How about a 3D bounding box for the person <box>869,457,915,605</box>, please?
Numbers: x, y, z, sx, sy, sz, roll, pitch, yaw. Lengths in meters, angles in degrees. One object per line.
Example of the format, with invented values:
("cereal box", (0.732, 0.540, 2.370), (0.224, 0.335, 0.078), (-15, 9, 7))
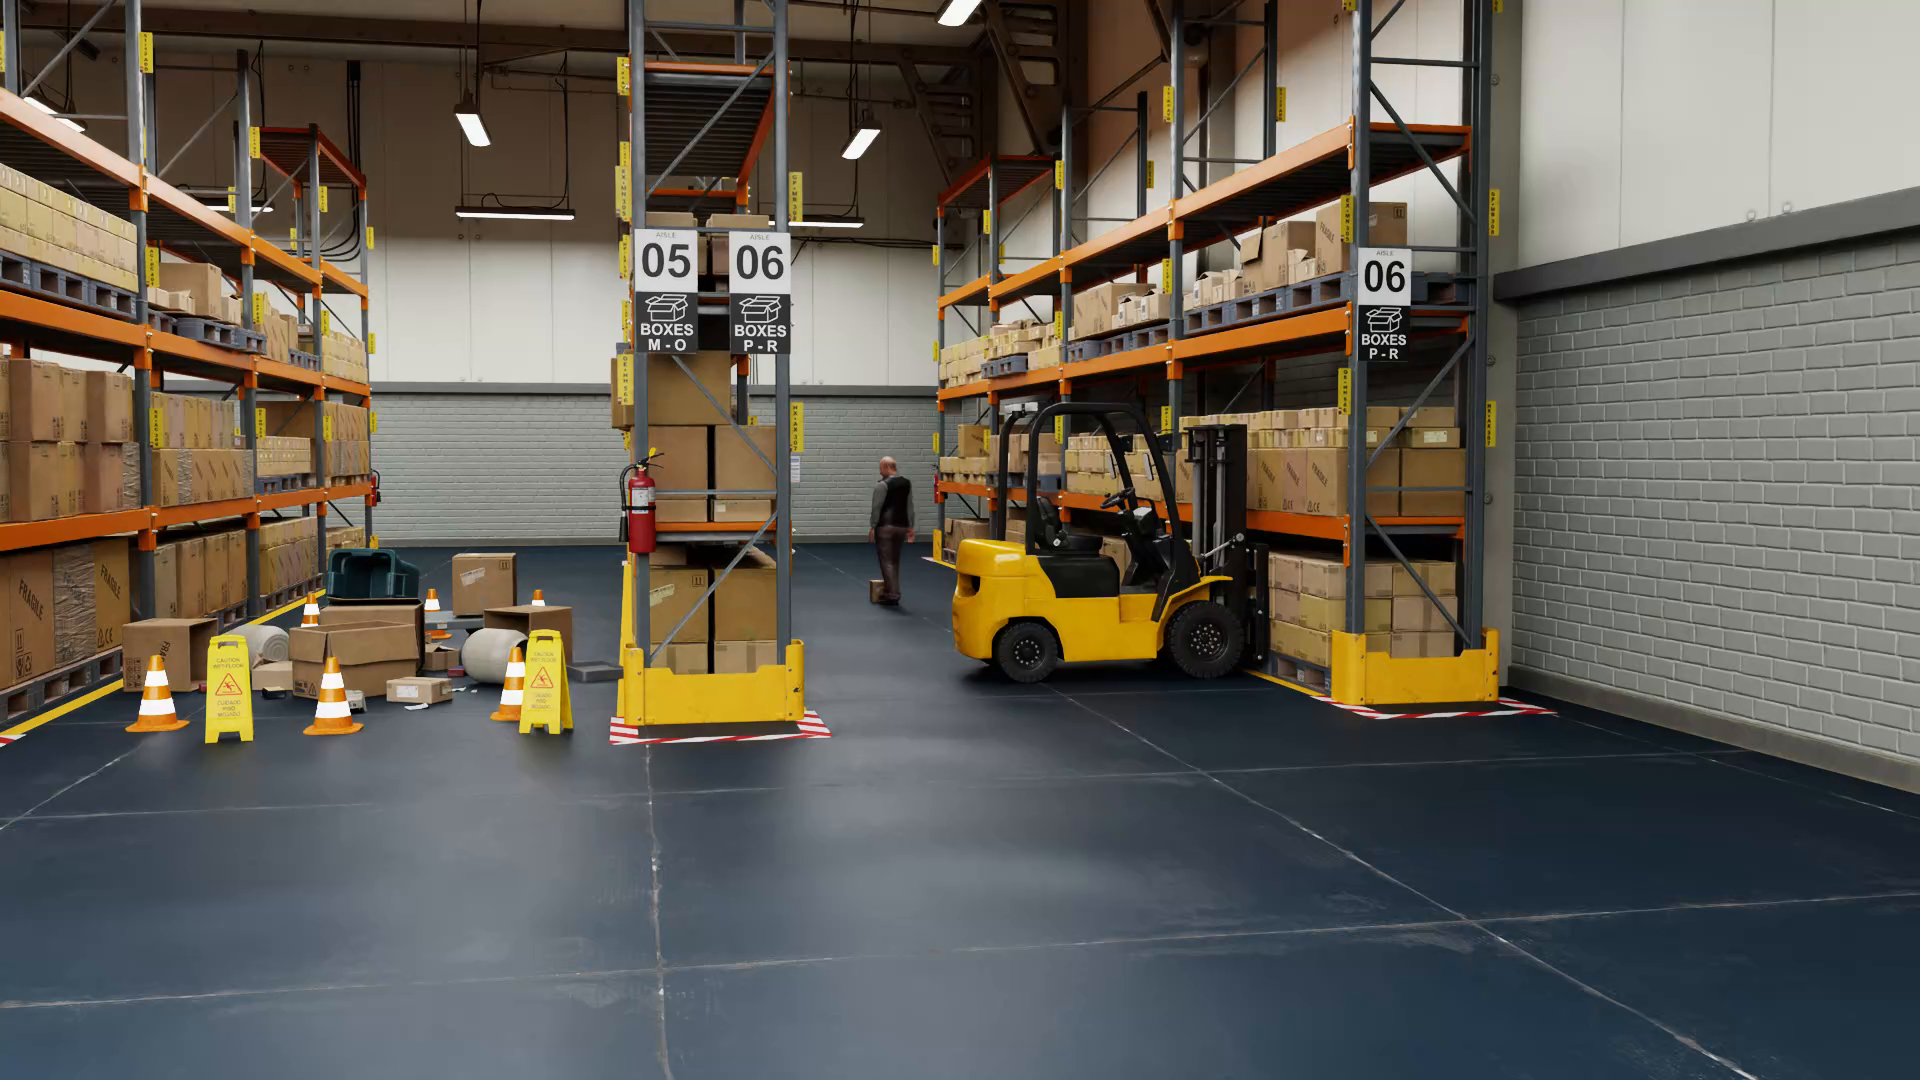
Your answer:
("person", (-0.874, -0.108, 19.149), (0.573, 1.696, 0.715), (-3, 4, -42))
